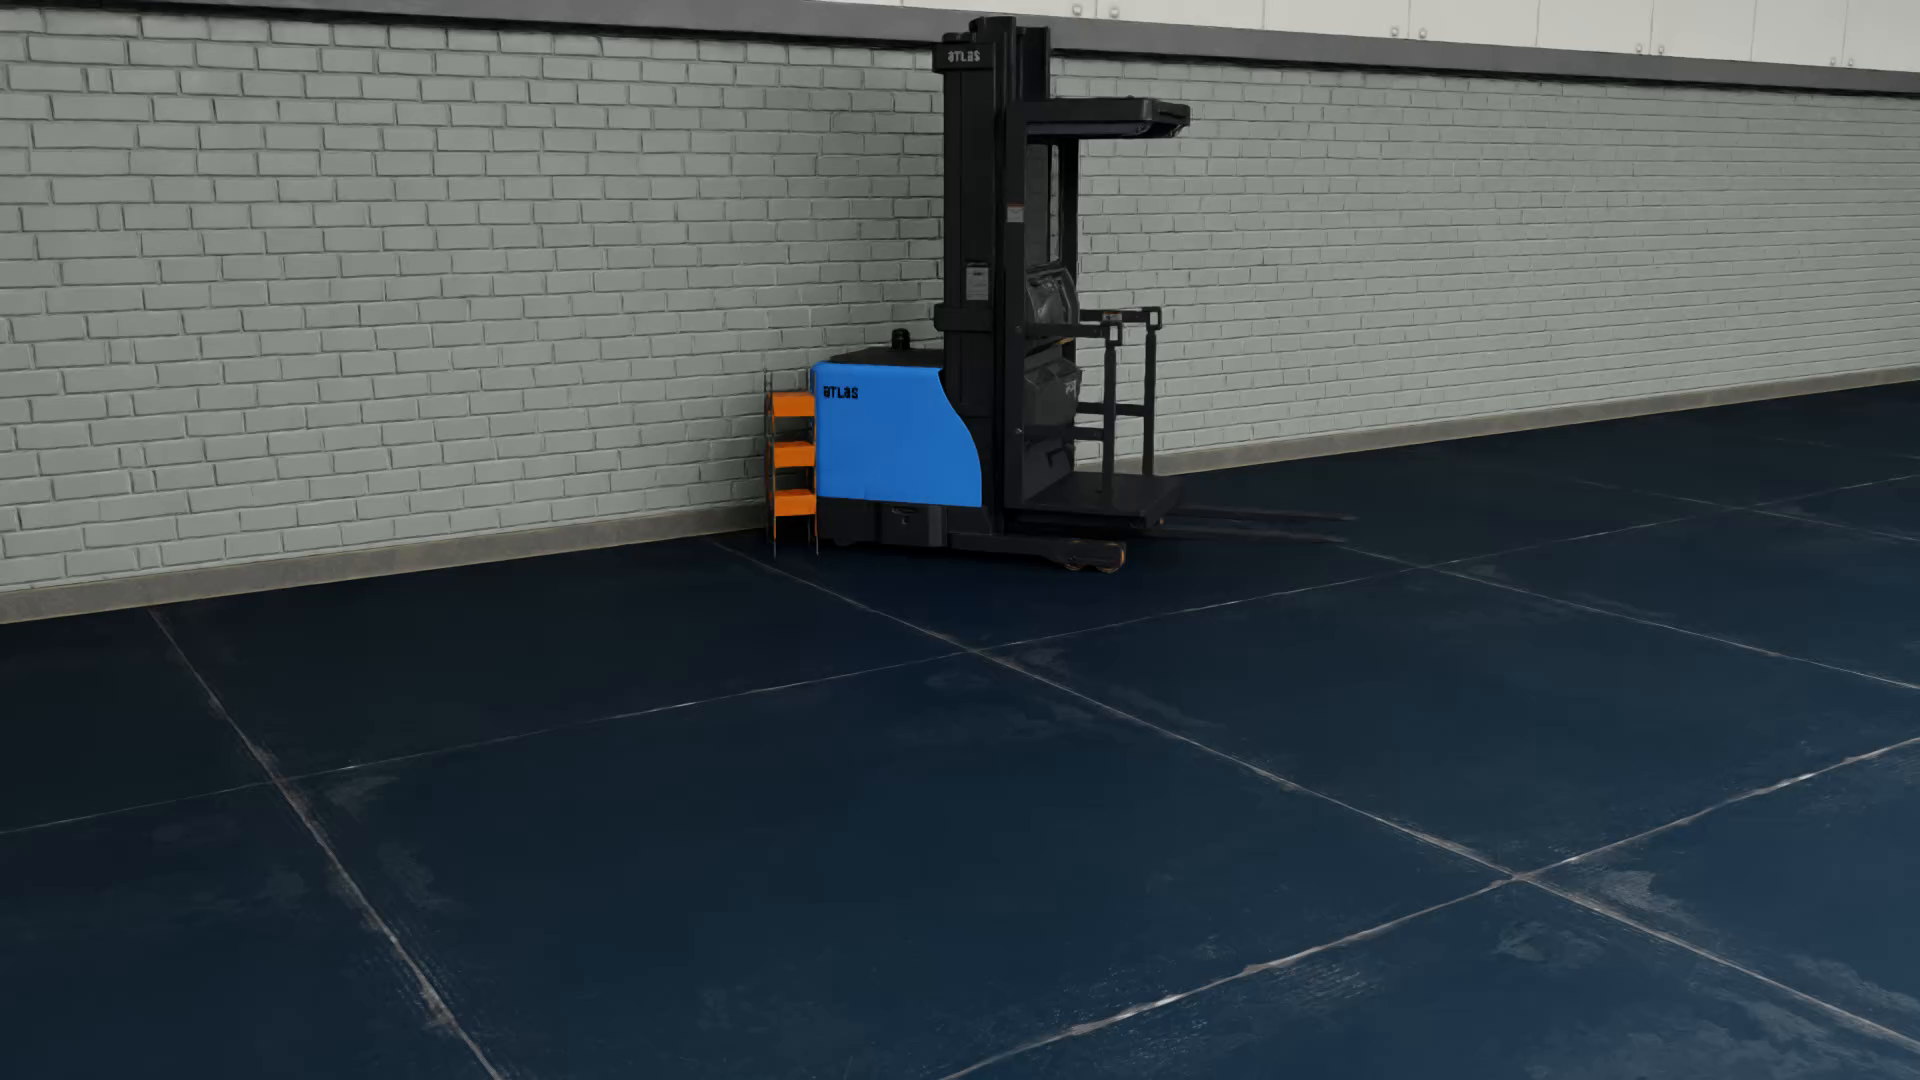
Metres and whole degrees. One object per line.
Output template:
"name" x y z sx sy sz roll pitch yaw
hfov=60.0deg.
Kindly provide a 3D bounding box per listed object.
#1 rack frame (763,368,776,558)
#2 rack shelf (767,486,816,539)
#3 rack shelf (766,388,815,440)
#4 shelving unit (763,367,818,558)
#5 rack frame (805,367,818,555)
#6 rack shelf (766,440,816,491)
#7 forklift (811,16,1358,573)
"rack frame" -1.075 -0.433 9.375 0.008 1.050 0.200 -4 13 -19
"rack shelf" -0.962 -0.159 9.476 0.240 0.259 0.215 -4 13 -19
"rack shelf" -0.958 -0.708 9.358 0.240 0.259 0.215 -4 13 -19
"shelving unit" -0.960 -0.441 9.415 0.252 1.050 0.215 -4 13 -19
"rack frame" -0.845 -0.449 9.455 0.008 1.050 0.200 -4 13 -19
"rack shelf" -0.960 -0.431 9.417 0.240 0.259 0.215 -4 13 -19
"forklift" 0.709 -1.380 9.311 3.031 2.935 1.130 4 13 18
